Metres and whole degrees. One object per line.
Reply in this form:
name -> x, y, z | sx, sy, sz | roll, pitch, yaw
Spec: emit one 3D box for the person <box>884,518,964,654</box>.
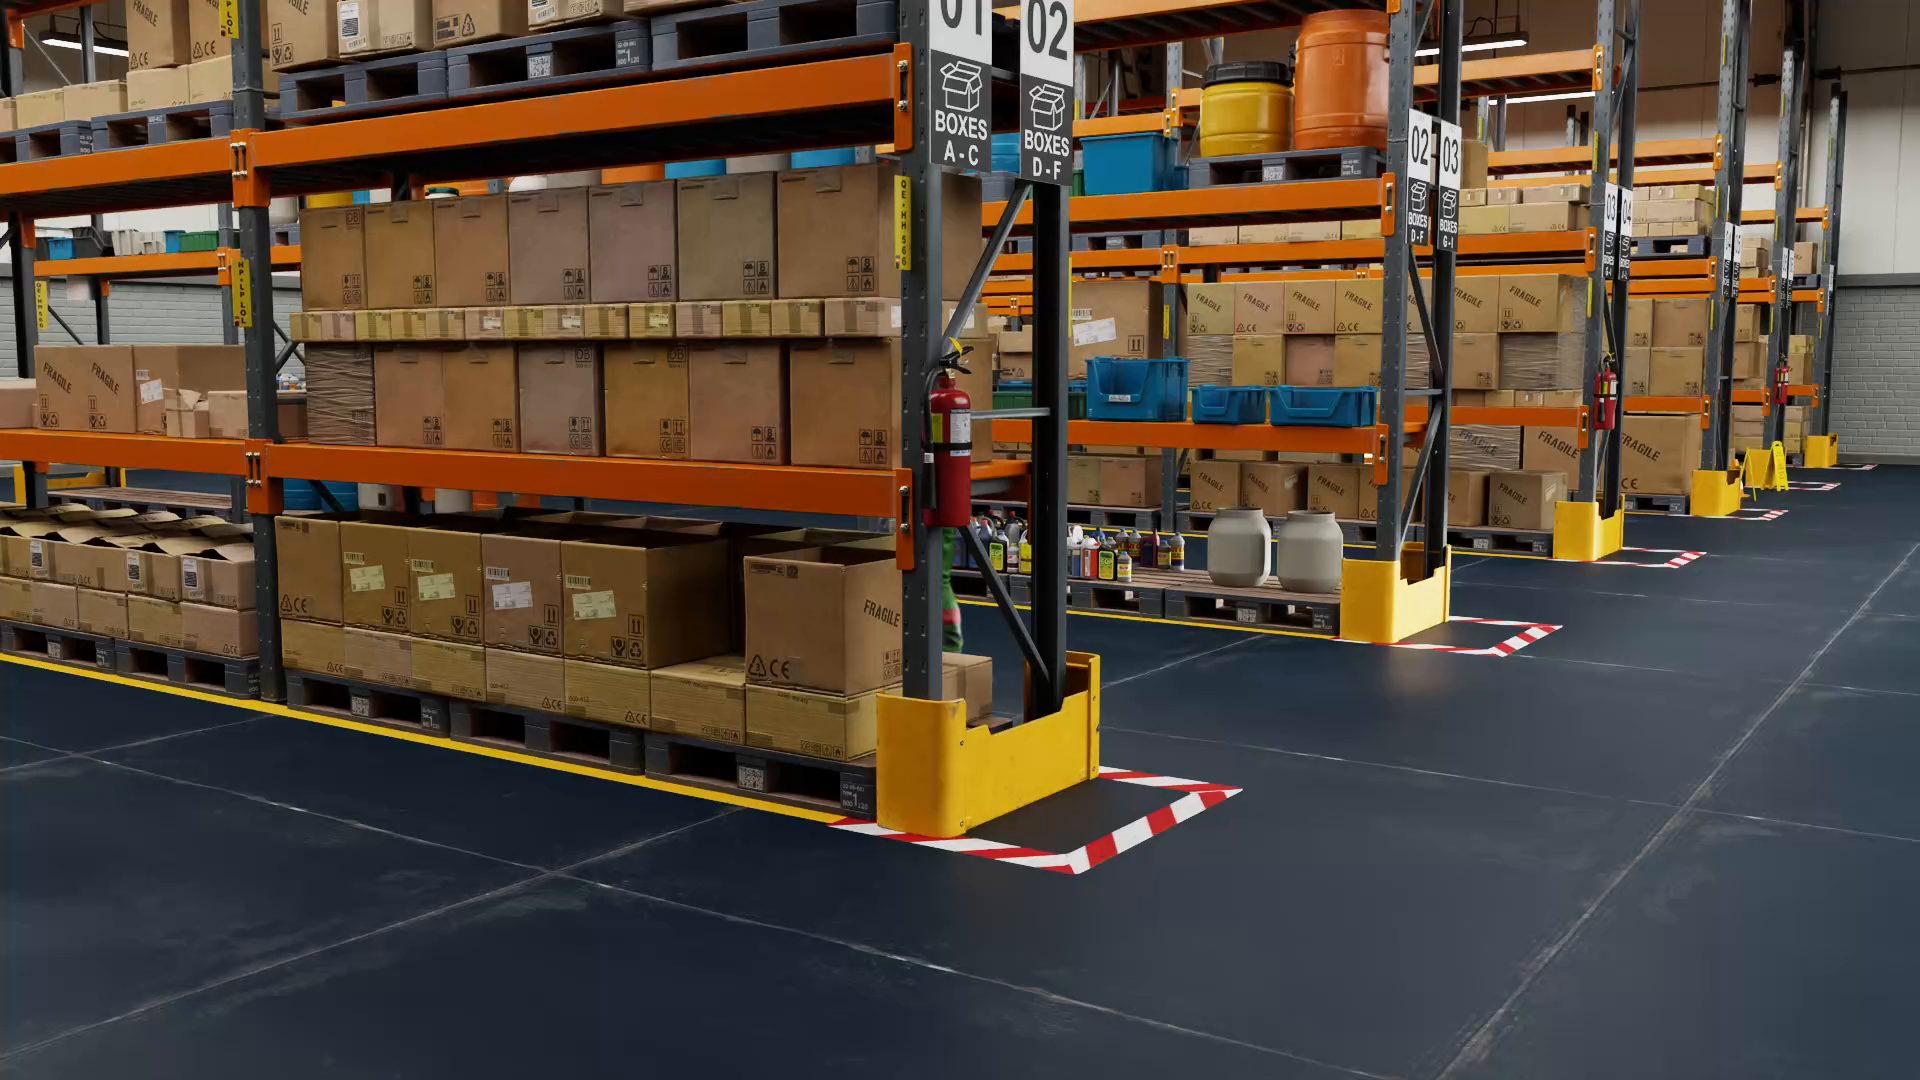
person -> -0.185, -0.134, 8.972 | 0.343, 1.801, 0.525 | 4, 8, 35
